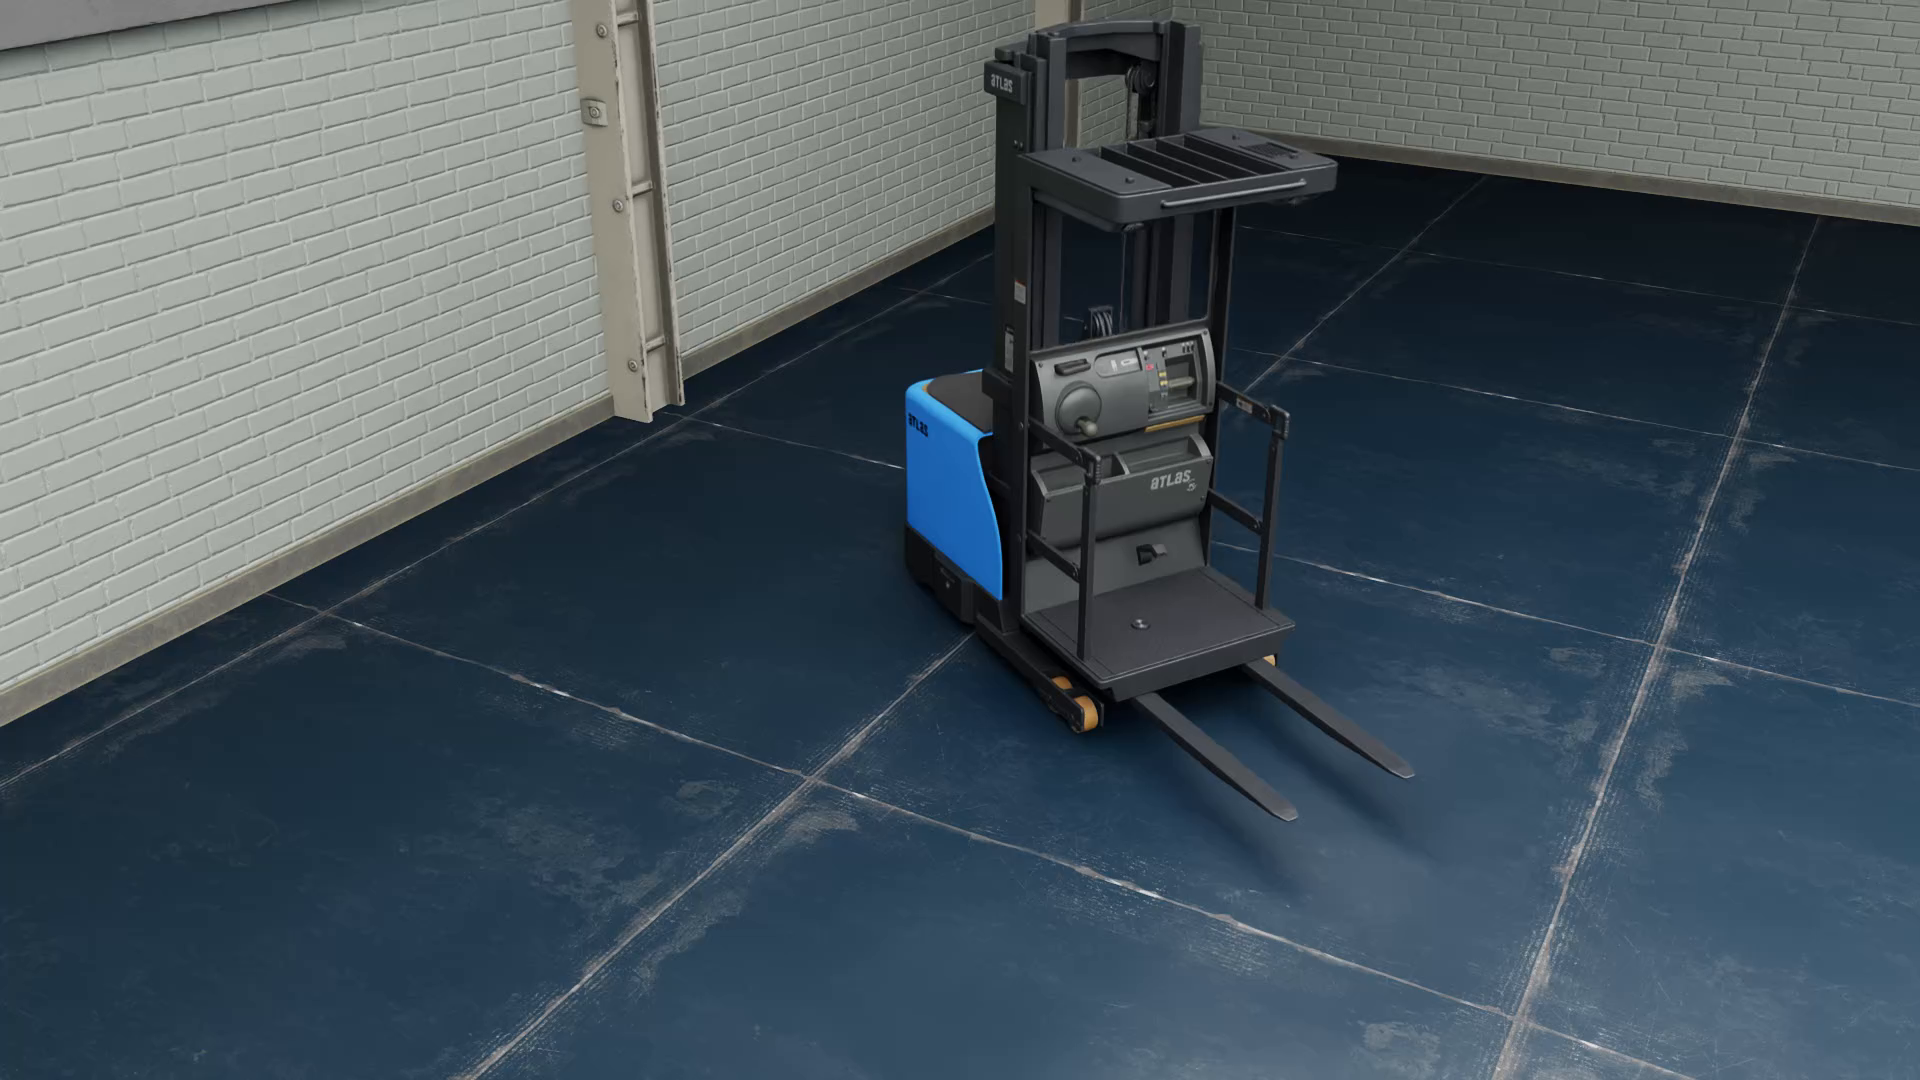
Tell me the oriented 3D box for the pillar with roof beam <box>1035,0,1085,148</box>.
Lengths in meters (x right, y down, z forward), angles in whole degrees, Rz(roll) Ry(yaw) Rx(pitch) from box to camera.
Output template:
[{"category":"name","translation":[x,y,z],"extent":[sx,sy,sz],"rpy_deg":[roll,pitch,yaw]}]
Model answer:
[{"category":"pillar with roof beam","translation":[4.642,-6.282,11.746],"extent":[9.100,9.000,0.400],"rpy_deg":[14,30,26]}]

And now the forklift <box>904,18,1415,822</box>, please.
[{"category":"forklift","translation":[0.855,-0.671,7.317],"extent":[1.130,2.935,3.031],"rpy_deg":[-14,30,-25]}]

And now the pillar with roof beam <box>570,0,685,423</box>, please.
[{"category":"pillar with roof beam","translation":[1.691,-3.943,7.075],"extent":[9.100,9.000,0.400],"rpy_deg":[14,30,26]}]
